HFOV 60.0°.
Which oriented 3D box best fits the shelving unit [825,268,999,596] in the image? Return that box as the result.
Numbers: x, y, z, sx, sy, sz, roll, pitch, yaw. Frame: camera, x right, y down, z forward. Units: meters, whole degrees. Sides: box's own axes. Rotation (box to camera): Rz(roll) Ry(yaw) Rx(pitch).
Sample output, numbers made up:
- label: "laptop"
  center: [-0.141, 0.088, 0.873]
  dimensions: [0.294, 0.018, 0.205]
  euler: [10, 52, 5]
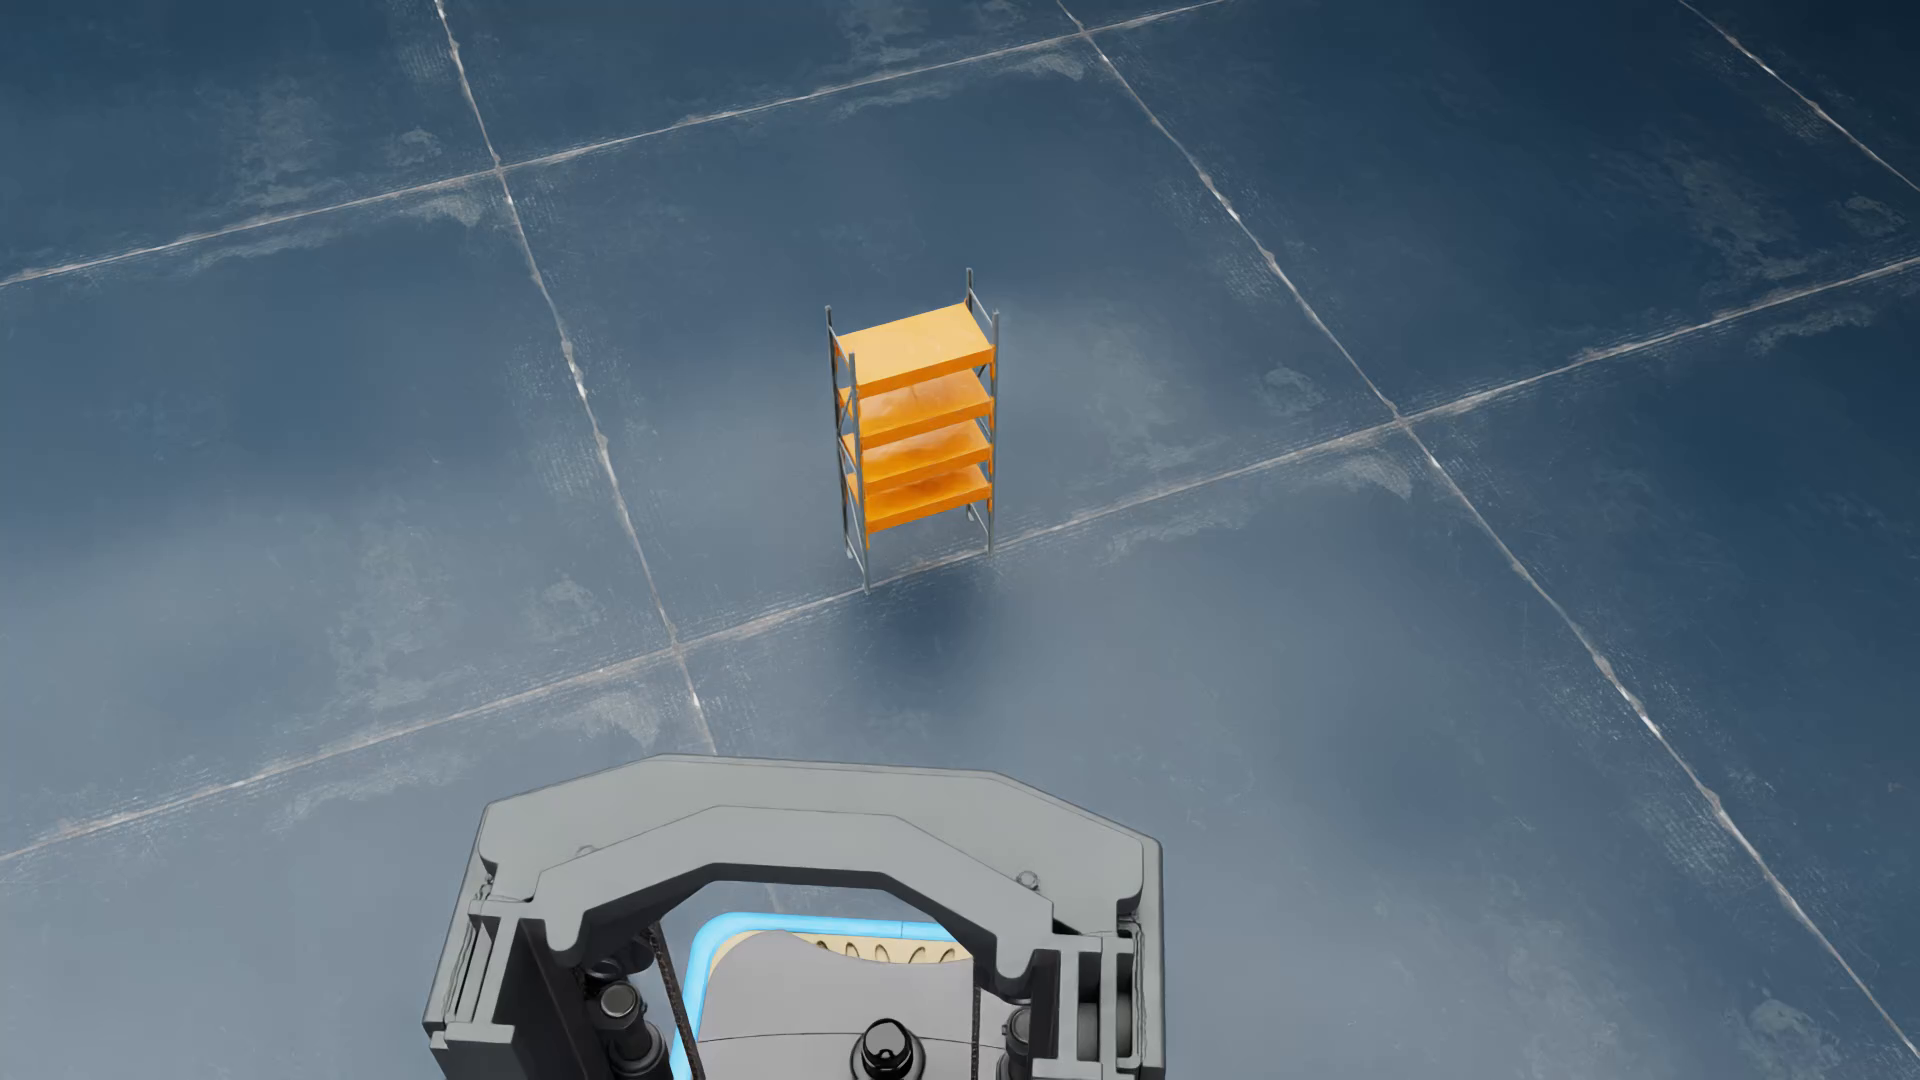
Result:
- label: "shelving unit"
  center: [-0.153, -0.343, 5.754]
  dimensions: [0.503, 1.200, 0.258]
  euler: [-17, 52, -14]

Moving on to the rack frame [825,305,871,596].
- label: "rack frame"
  center: [-0.379, -0.273, 5.694]
  dimensions: [0.015, 1.200, 0.240]
  euler: [-17, 52, -14]

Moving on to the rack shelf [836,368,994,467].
- label: "rack shelf"
  center: [-0.153, -0.445, 5.635]
  dimensions: [0.480, 0.148, 0.258]
  euler: [-17, 52, -14]

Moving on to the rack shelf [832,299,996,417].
- label: "rack shelf"
  center: [-0.153, -0.599, 5.456]
  dimensions: [0.480, 0.148, 0.258]
  euler: [-17, 52, -14]

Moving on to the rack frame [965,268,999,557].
- label: "rack frame"
  center: [0.073, -0.413, 5.814]
  dimensions: [0.015, 1.200, 0.240]
  euler: [-17, 52, -14]

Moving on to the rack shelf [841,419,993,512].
- label: "rack shelf"
  center: [-0.153, -0.300, 5.805]
  dimensions: [0.480, 0.148, 0.258]
  euler: [-17, 52, -14]

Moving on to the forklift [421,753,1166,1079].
- label: "forklift"
  center: [-0.236, 1.793, 2.778]
  dimensions: [1.130, 2.935, 3.031]
  euler: [3, 49, 2]

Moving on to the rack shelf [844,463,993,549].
- label: "rack shelf"
  center: [-0.153, -0.170, 5.956]
  dimensions: [0.480, 0.148, 0.258]
  euler: [-17, 52, -14]
